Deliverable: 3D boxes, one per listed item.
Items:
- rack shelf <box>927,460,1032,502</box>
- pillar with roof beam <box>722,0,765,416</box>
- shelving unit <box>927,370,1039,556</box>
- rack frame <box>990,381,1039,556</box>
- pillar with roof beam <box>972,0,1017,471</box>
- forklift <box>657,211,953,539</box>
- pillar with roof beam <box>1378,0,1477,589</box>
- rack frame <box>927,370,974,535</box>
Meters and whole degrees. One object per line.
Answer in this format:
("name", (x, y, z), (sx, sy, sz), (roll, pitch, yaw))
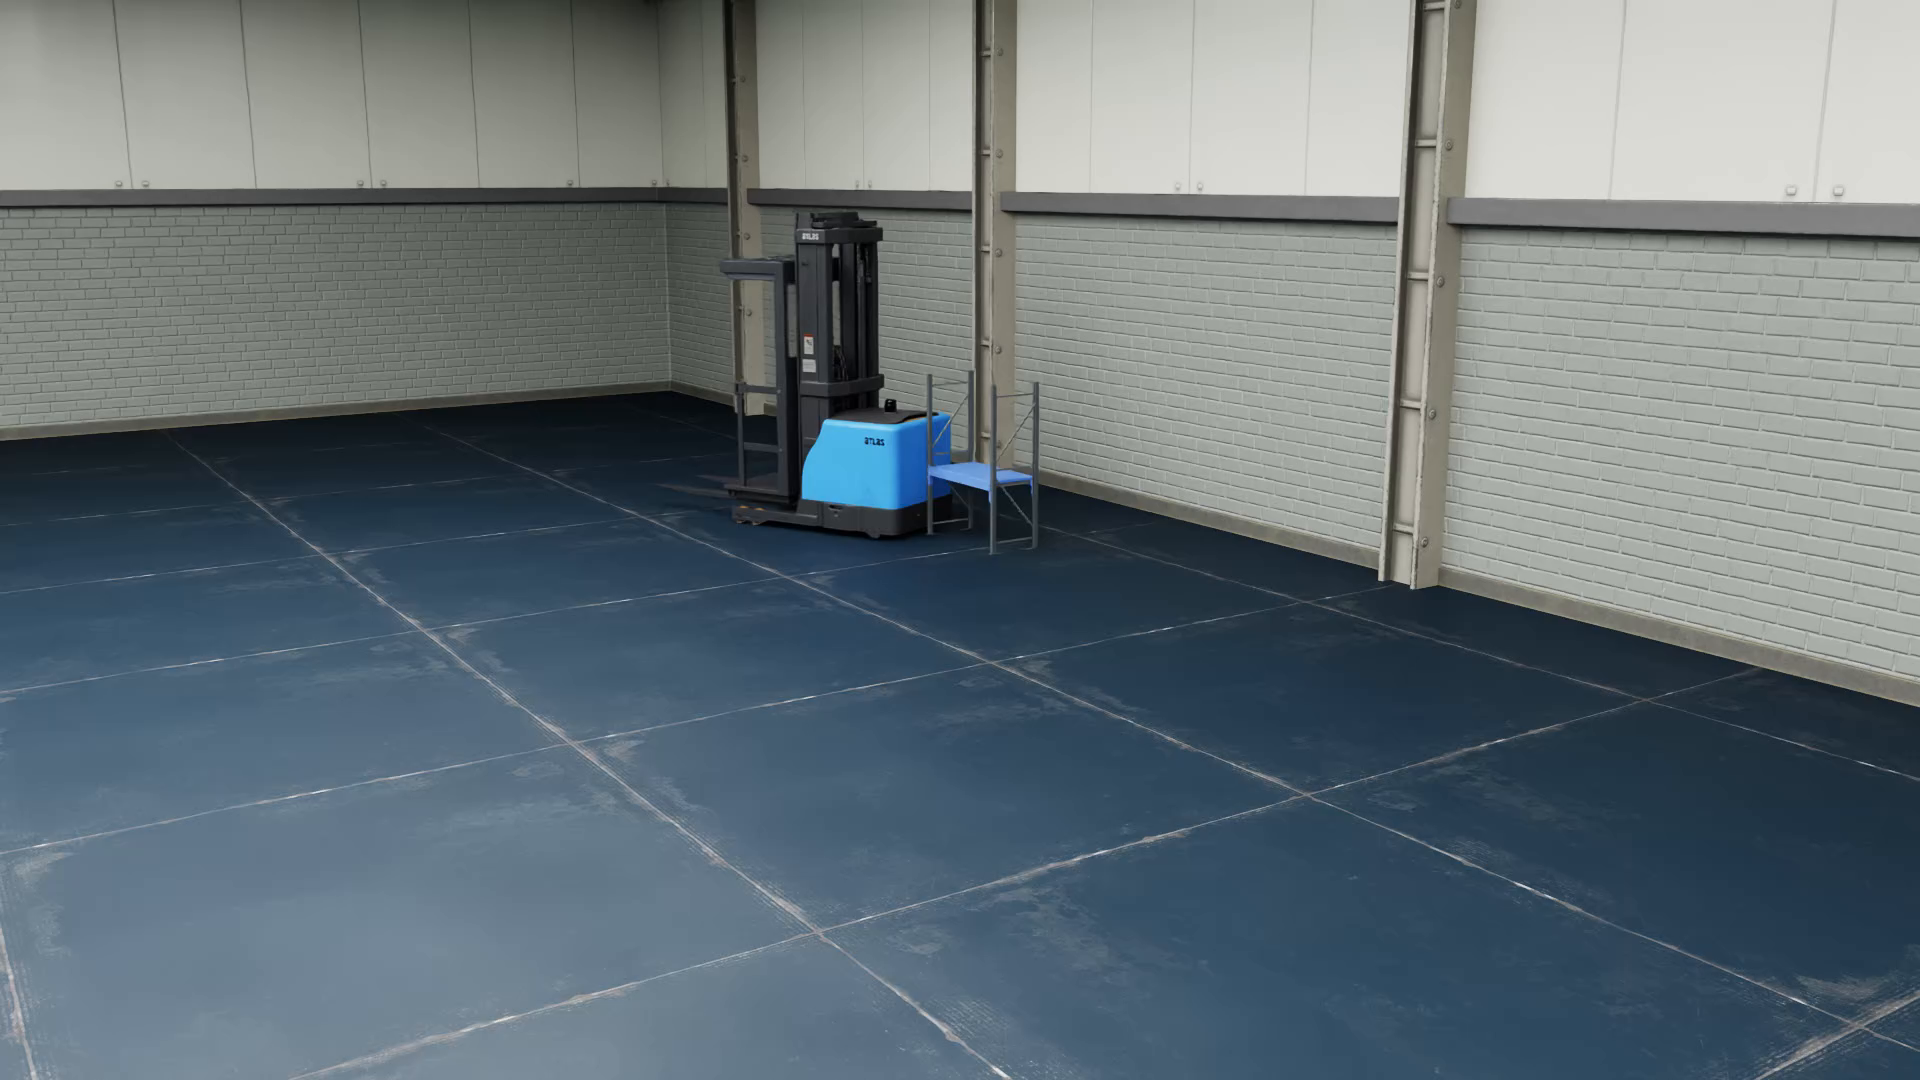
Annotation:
("rack shelf", (0.195, -0.541, 15.056), (0.538, 0.185, 1.000), (-8, 15, -33))
("pillar with roof beam", (-6.543, -5.674, 20.133), (9.100, 9.000, 0.400), (-8, 15, -33))
("shelving unit", (0.195, -0.717, 15.017), (0.538, 1.500, 1.048), (-8, 15, -33))
("rack frame", (0.480, -0.627, 14.606), (0.500, 1.500, 0.032), (-8, 15, -33))
("pillar with roof beam", (-3.219, -4.607, 15.254), (9.100, 9.000, 0.400), (-8, 15, -33))
("forklift", (-1.594, -1.658, 15.973), (3.031, 2.935, 1.130), (8, 14, 31))
("pillar with roof beam", (0.105, -3.540, 10.374), (9.100, 9.000, 0.400), (-8, 15, -33))
("rack frame", (-0.089, -0.807, 15.429), (0.500, 1.500, 0.032), (-8, 15, -33))
